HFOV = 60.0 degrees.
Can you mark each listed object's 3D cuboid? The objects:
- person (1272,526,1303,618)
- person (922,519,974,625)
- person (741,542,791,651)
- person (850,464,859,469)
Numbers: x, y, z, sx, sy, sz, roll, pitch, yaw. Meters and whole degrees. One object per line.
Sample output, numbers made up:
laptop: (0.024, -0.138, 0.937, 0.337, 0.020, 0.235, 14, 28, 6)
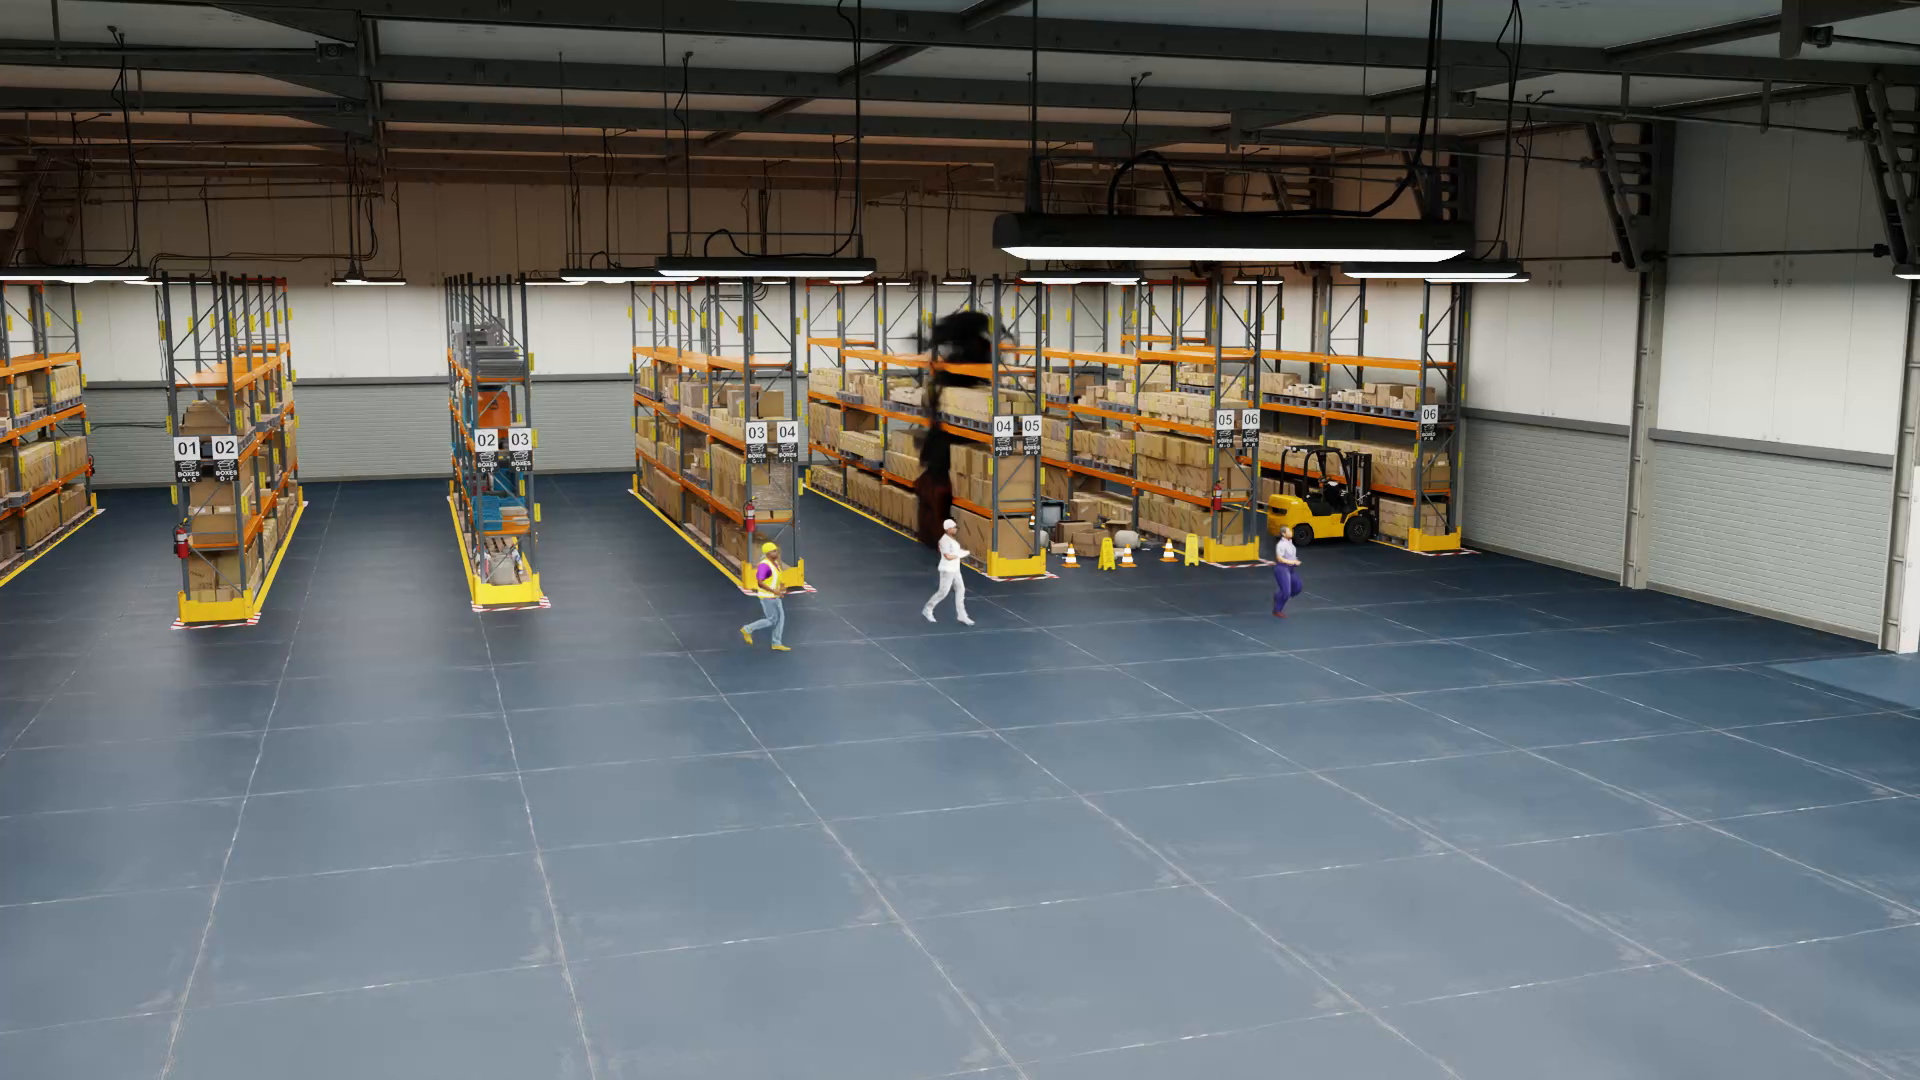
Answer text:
person: (5.733, 0.563, 29.087, 0.522, 1.598, 0.657, 5, 10, 28)
person: (-0.204, 0.548, 28.392, 0.900, 1.813, 0.704, 2, 9, 14)
person: (-3.074, 0.900, 26.457, 0.772, 1.752, 0.705, 1, 9, 9)
person: (-3.180, -2.512, 49.618, 0.627, 1.537, 0.755, 5, 10, 32)
